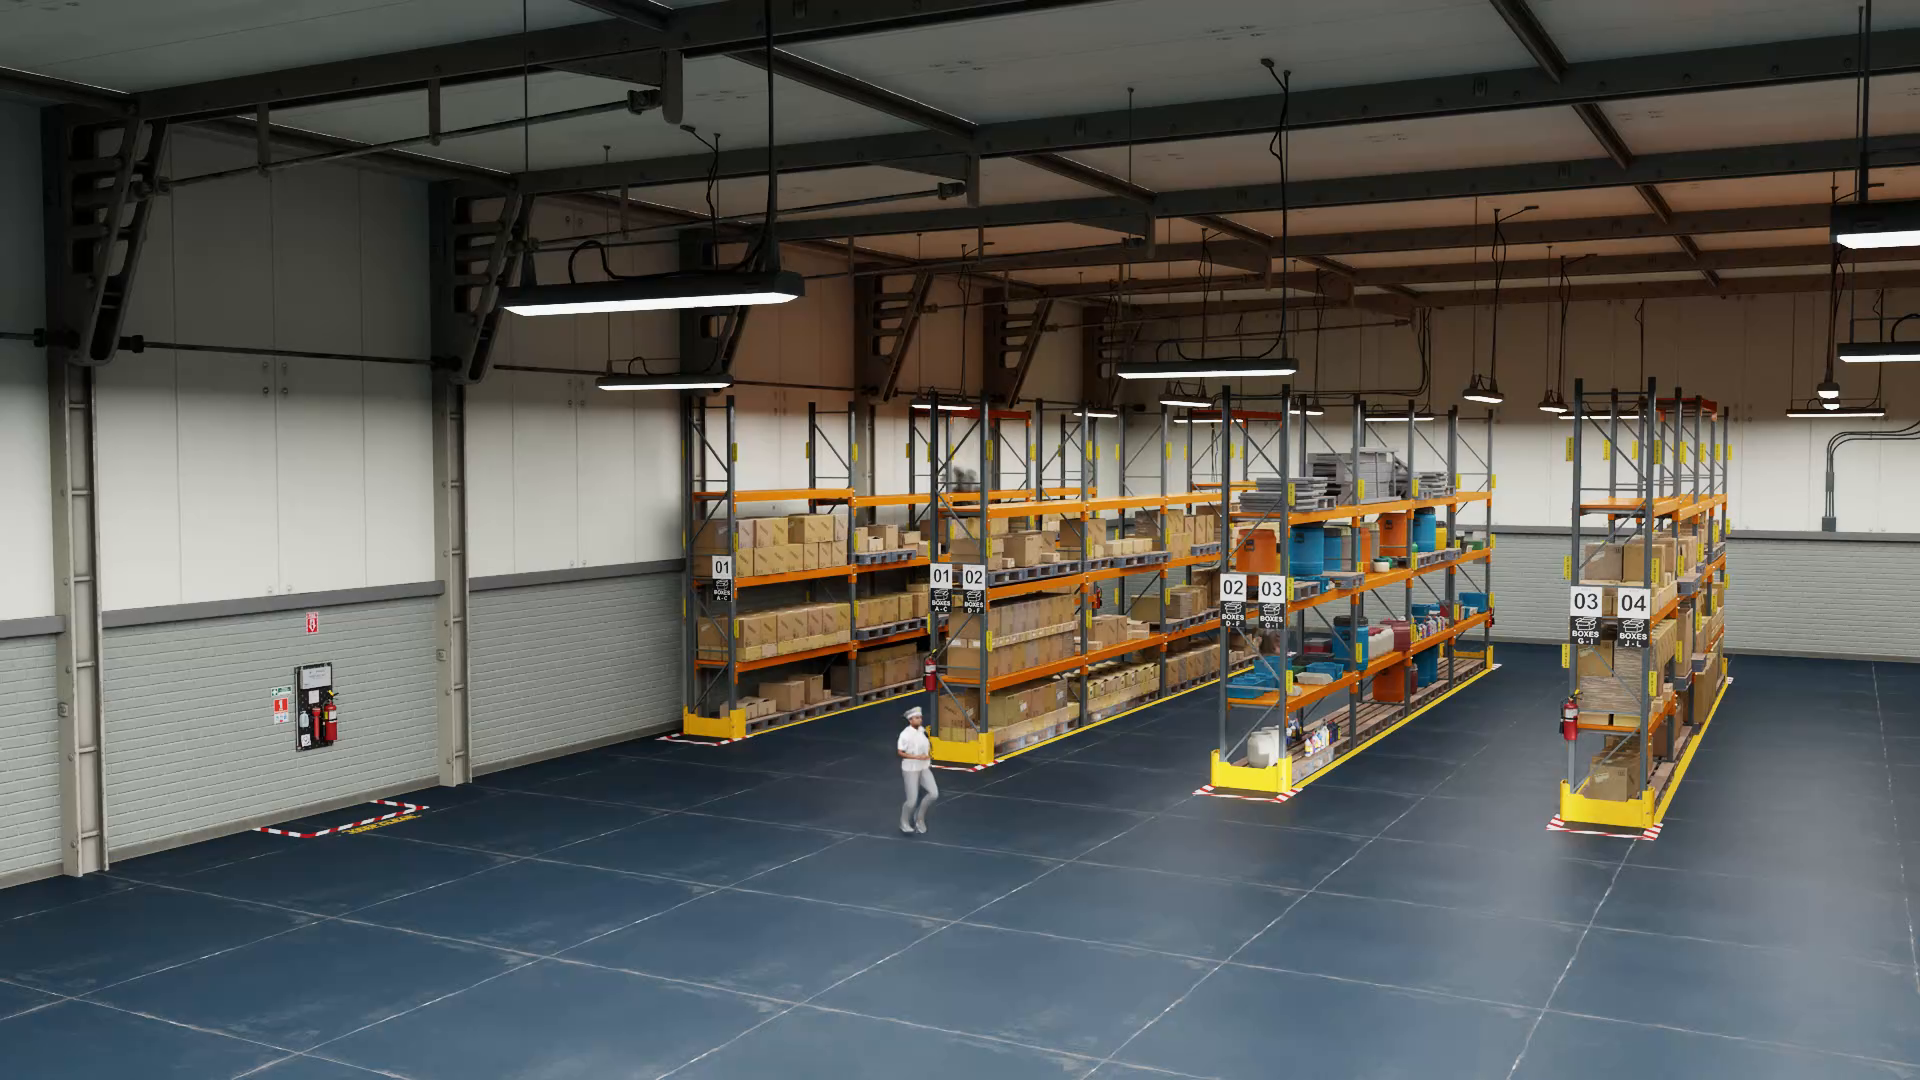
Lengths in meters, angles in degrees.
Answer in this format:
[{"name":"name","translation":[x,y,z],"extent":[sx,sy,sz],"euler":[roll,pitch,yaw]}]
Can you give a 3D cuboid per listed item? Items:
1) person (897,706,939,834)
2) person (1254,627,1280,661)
[{"name":"person","translation":[-0.560,3.014,21.717],"extent":[0.610,1.688,0.637],"euler":[3,4,44]},{"name":"person","translation":[6.327,2.360,34.074],"extent":[0.639,1.749,0.678],"euler":[1,3,23]}]
